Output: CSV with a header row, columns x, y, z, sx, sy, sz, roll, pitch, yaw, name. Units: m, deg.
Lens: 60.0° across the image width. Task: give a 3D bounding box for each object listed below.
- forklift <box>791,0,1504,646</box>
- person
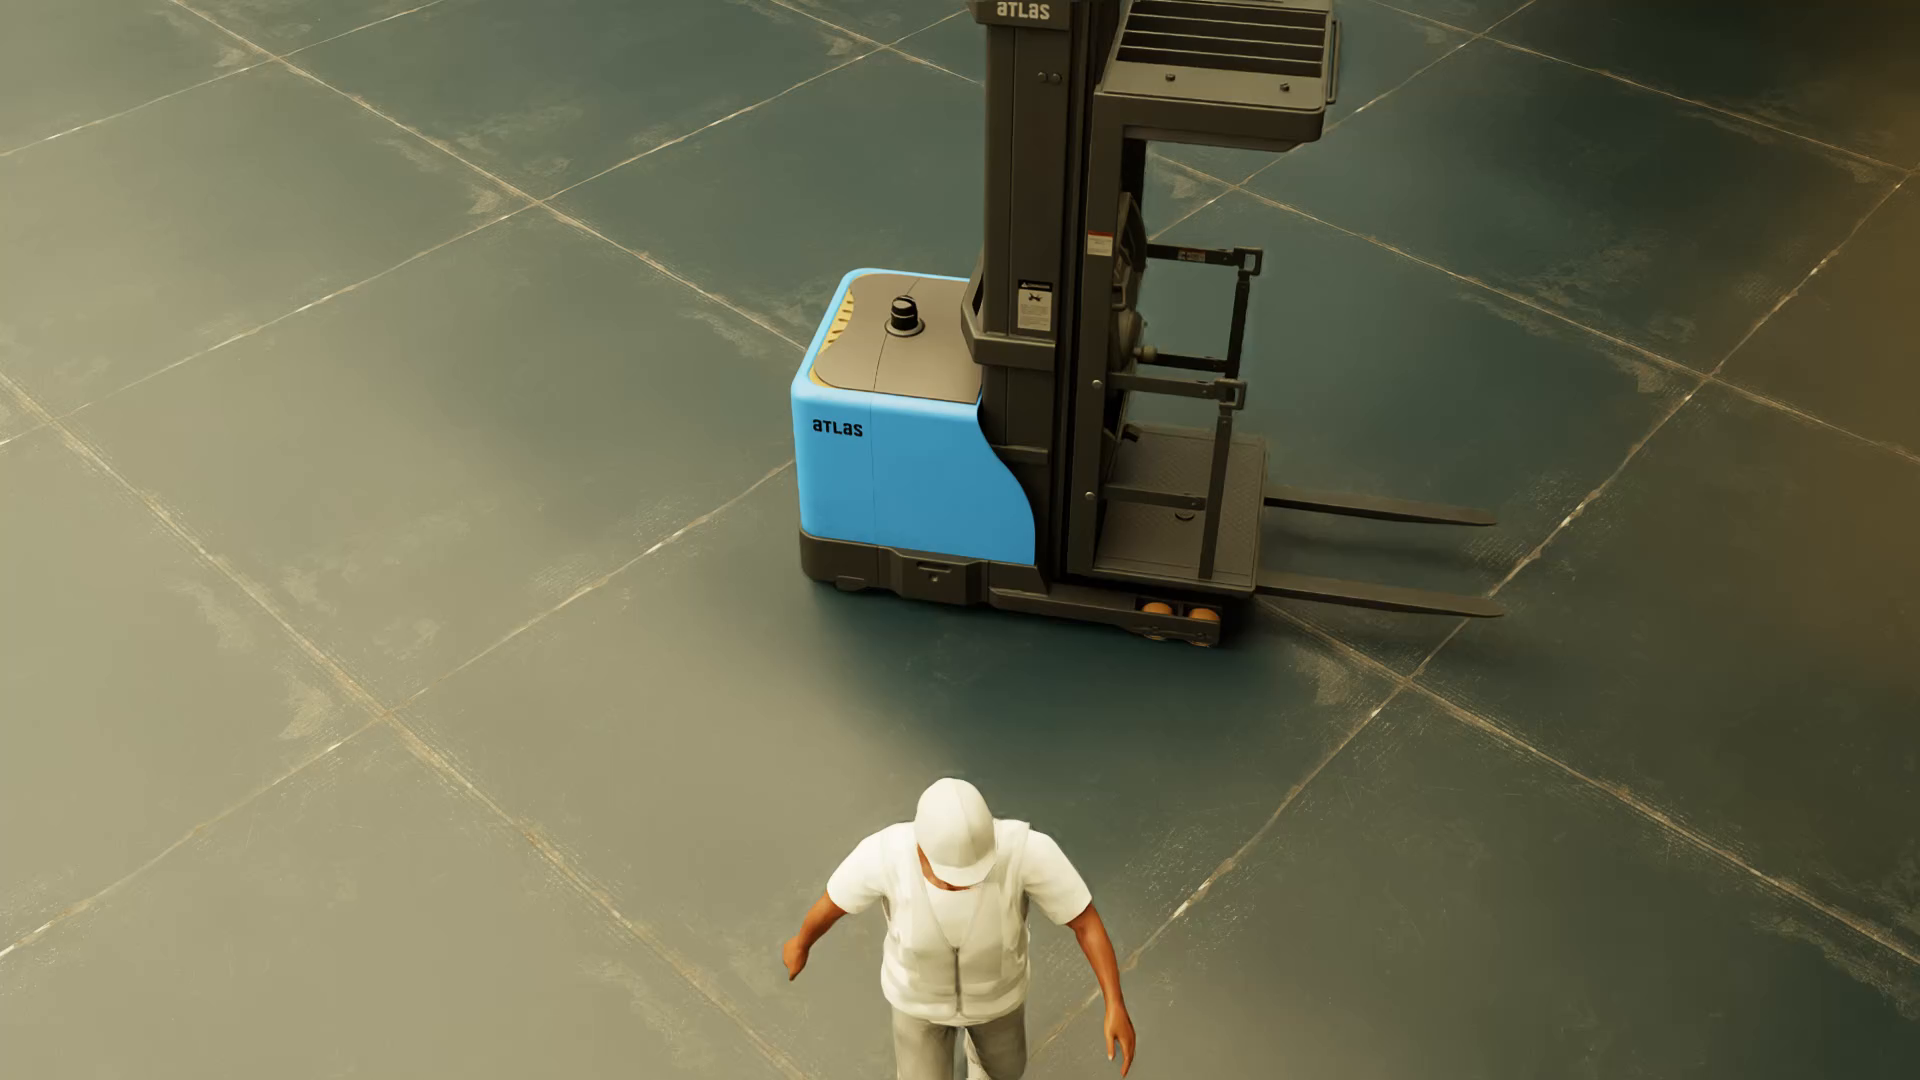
x,y,z,sx,sy,sz,roll,pitch,yaw,name
0.861,-1.034,6.634,3.031,2.935,1.130,7,41,9,forklift
-0.026,1.308,4.819,0.982,1.745,0.739,-3,41,-3,person
